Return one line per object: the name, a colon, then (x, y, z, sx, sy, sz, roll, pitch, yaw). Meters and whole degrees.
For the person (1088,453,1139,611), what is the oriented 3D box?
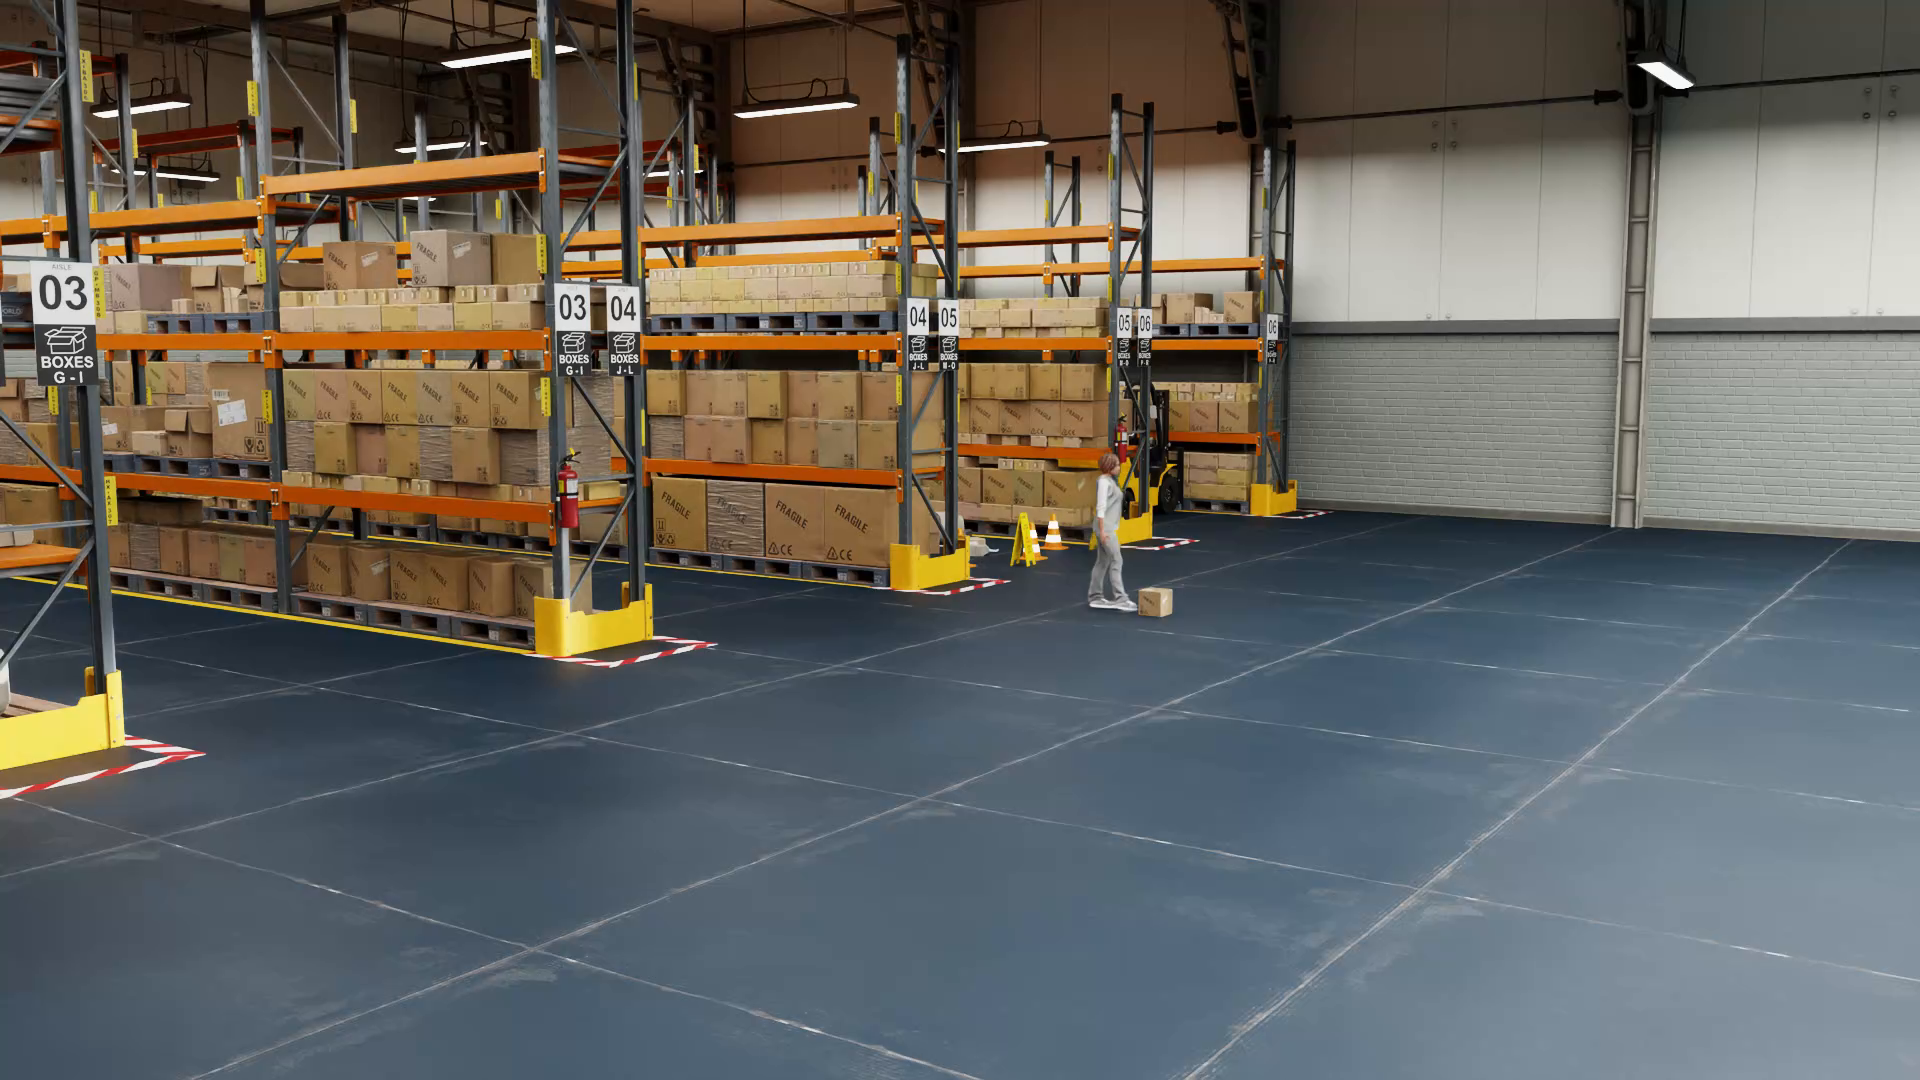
person: (1.586, -0.089, 16.880, 0.565, 1.594, 0.438, 1, 7, 7)
